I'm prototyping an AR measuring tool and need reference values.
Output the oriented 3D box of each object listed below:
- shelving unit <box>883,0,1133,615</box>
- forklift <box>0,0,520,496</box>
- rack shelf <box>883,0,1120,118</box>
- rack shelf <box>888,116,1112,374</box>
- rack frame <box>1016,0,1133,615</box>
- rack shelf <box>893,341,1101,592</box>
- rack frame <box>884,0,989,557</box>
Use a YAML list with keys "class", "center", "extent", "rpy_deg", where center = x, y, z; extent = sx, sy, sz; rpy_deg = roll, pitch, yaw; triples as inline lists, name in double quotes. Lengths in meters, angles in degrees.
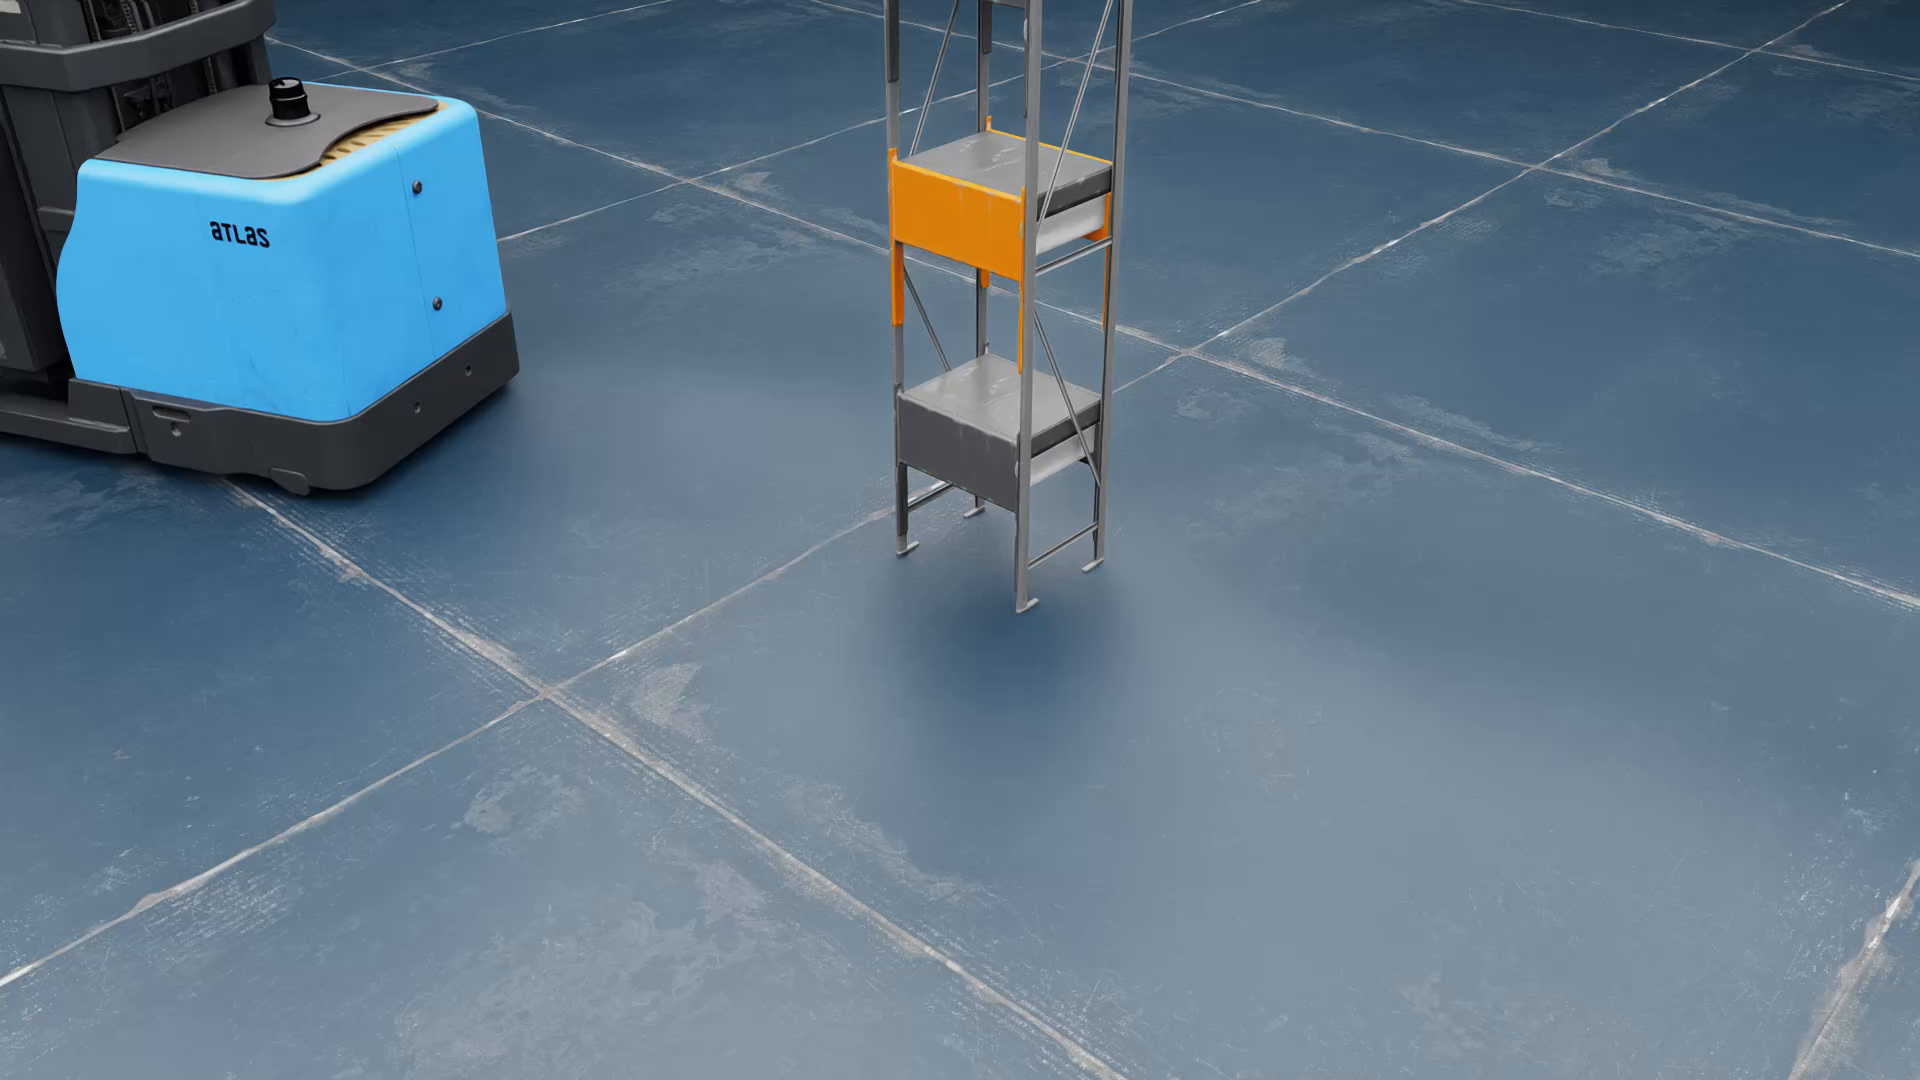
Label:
- class: "shelving unit"
  center: [0.123, -0.842, 4.613]
  extent: [0.503, 2.100, 0.431]
  rpy_deg: [25, 39, 35]
- class: "forklift"
  center: [-3.202, -1.854, 5.488]
  extent: [3.031, 2.935, 1.130]
  rpy_deg: [10, 33, 17]
- class: "rack shelf"
  center: [0.123, -1.430, 4.259]
  extent: [0.480, 0.518, 0.431]
  rpy_deg: [25, 39, 35]
- class: "rack shelf"
  center: [0.123, -0.831, 4.620]
  extent: [0.480, 0.518, 0.431]
  rpy_deg: [25, 39, 35]
- class: "rack frame"
  center: [0.304, -0.758, 4.473]
  extent: [0.015, 2.100, 0.400]
  rpy_deg: [25, 39, 35]
- class: "rack shelf"
  center: [0.123, -0.231, 4.981]
  extent: [0.480, 0.518, 0.431]
  rpy_deg: [25, 39, 35]
- class: "rack frame"
  center: [-0.058, -0.927, 4.754]
  extent: [0.015, 2.100, 0.400]
  rpy_deg: [25, 39, 35]
